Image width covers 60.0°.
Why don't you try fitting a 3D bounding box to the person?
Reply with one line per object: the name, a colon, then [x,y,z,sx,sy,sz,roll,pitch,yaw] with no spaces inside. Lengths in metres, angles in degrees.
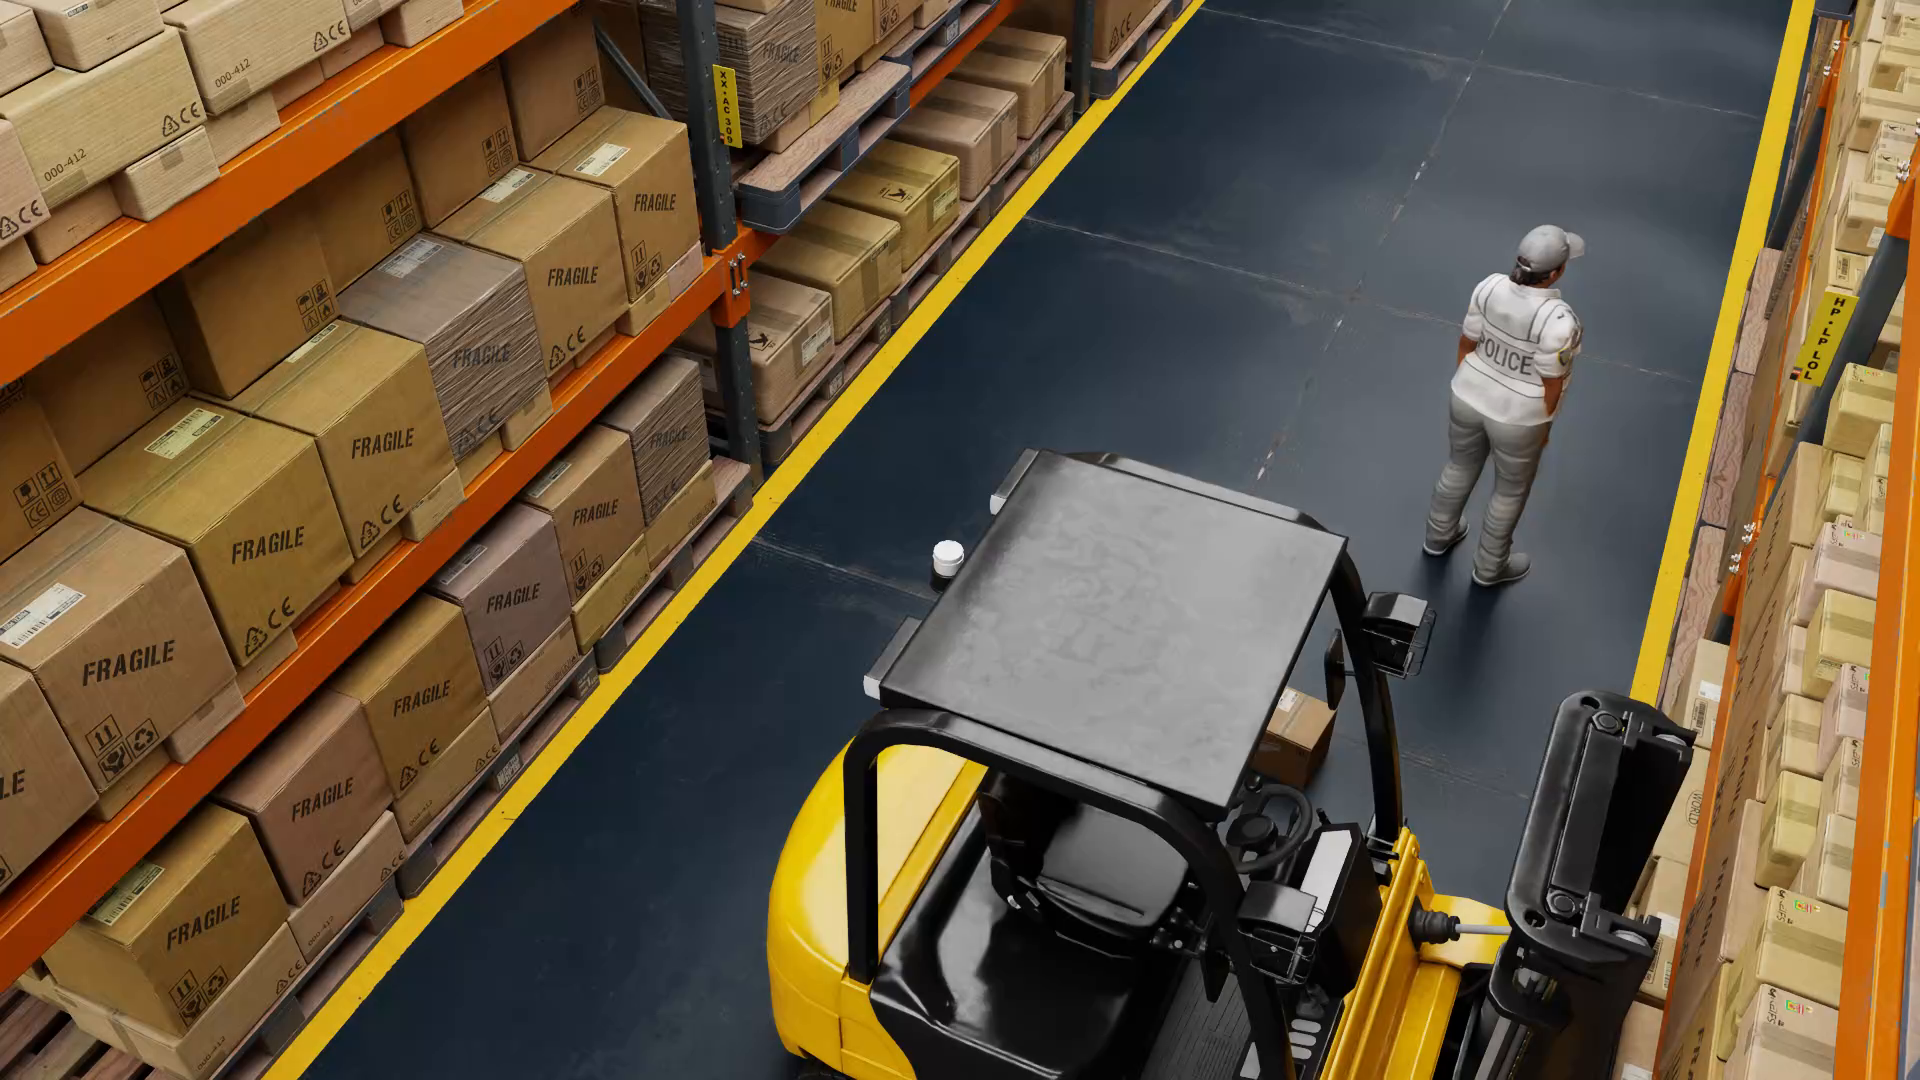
person: [2.223,-0.540,6.754,0.395,1.668,0.488,-30,50,-29]
